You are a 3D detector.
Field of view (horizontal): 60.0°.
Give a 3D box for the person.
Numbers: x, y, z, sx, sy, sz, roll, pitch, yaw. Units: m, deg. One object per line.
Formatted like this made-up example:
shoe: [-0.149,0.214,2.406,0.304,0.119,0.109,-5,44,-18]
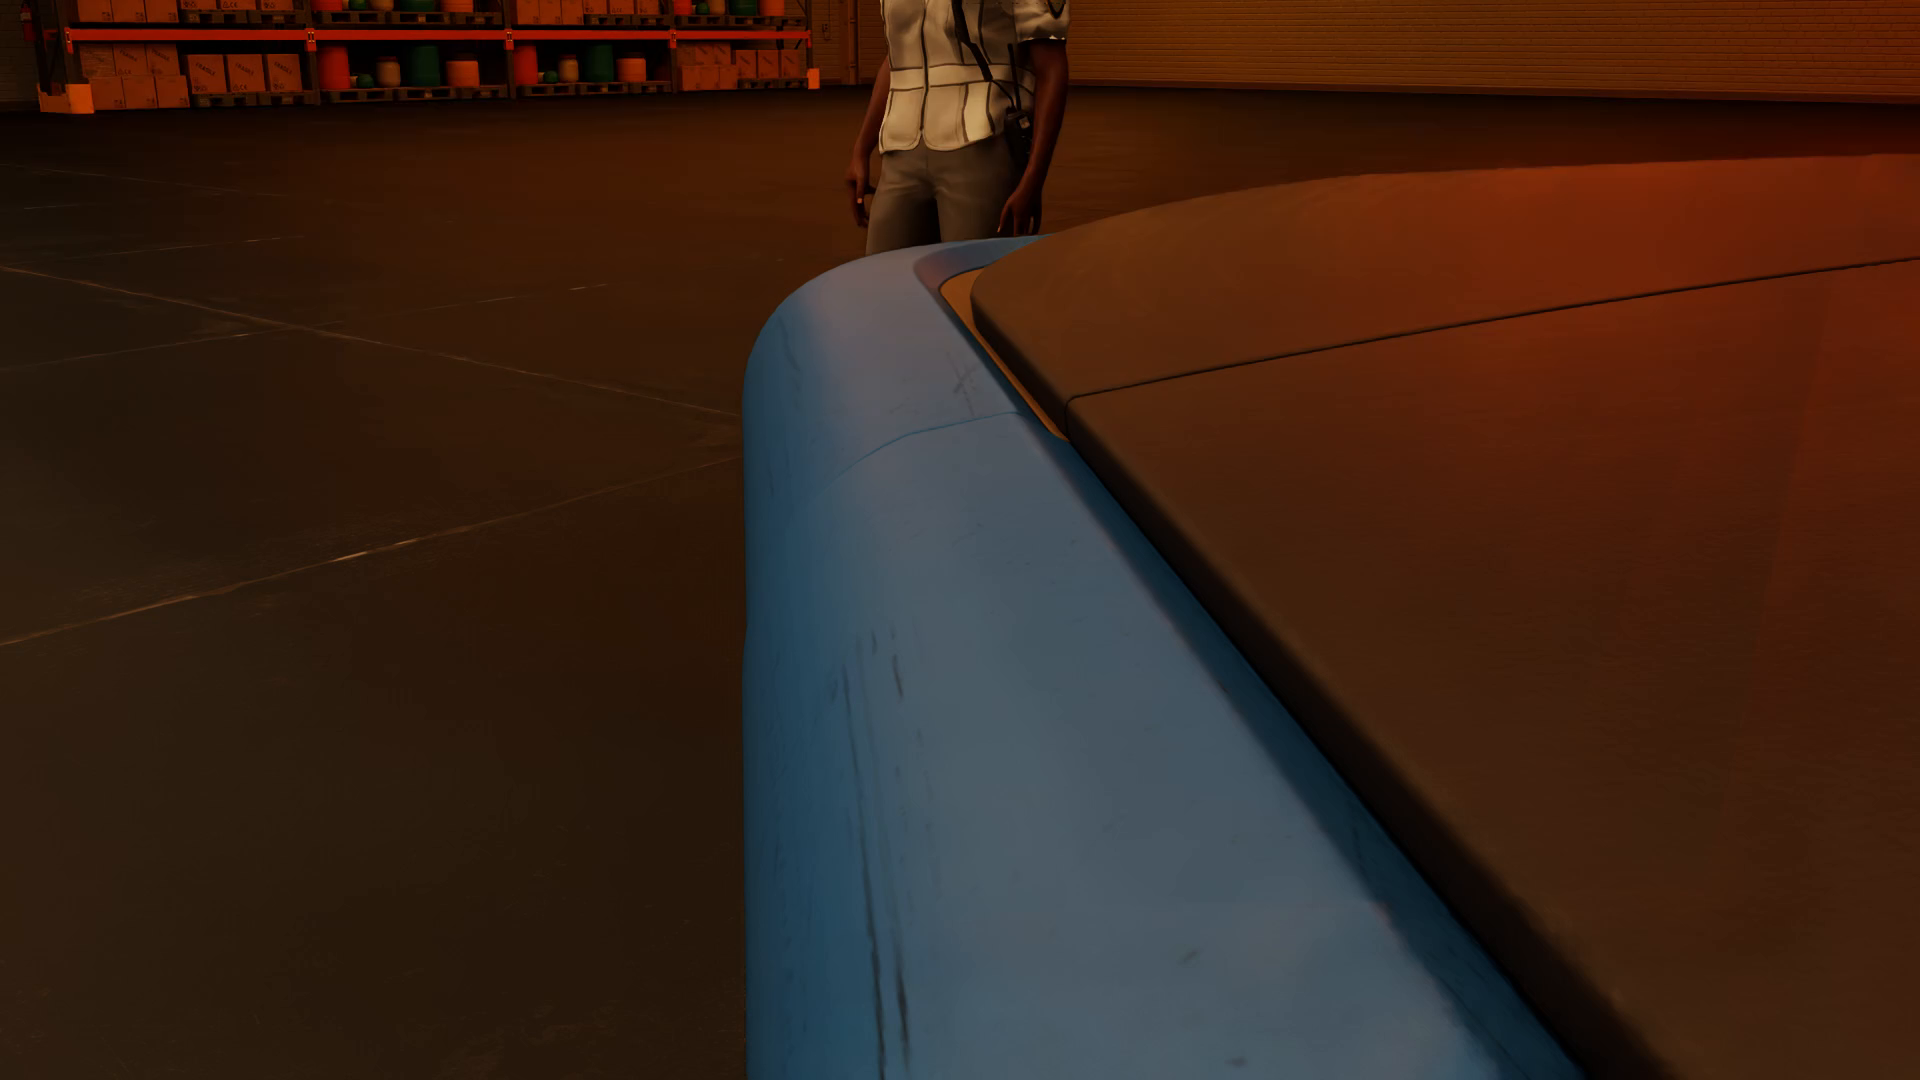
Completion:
person: [-0.063,-0.805,3.650,0.570,1.697,0.528,13,21,37]
